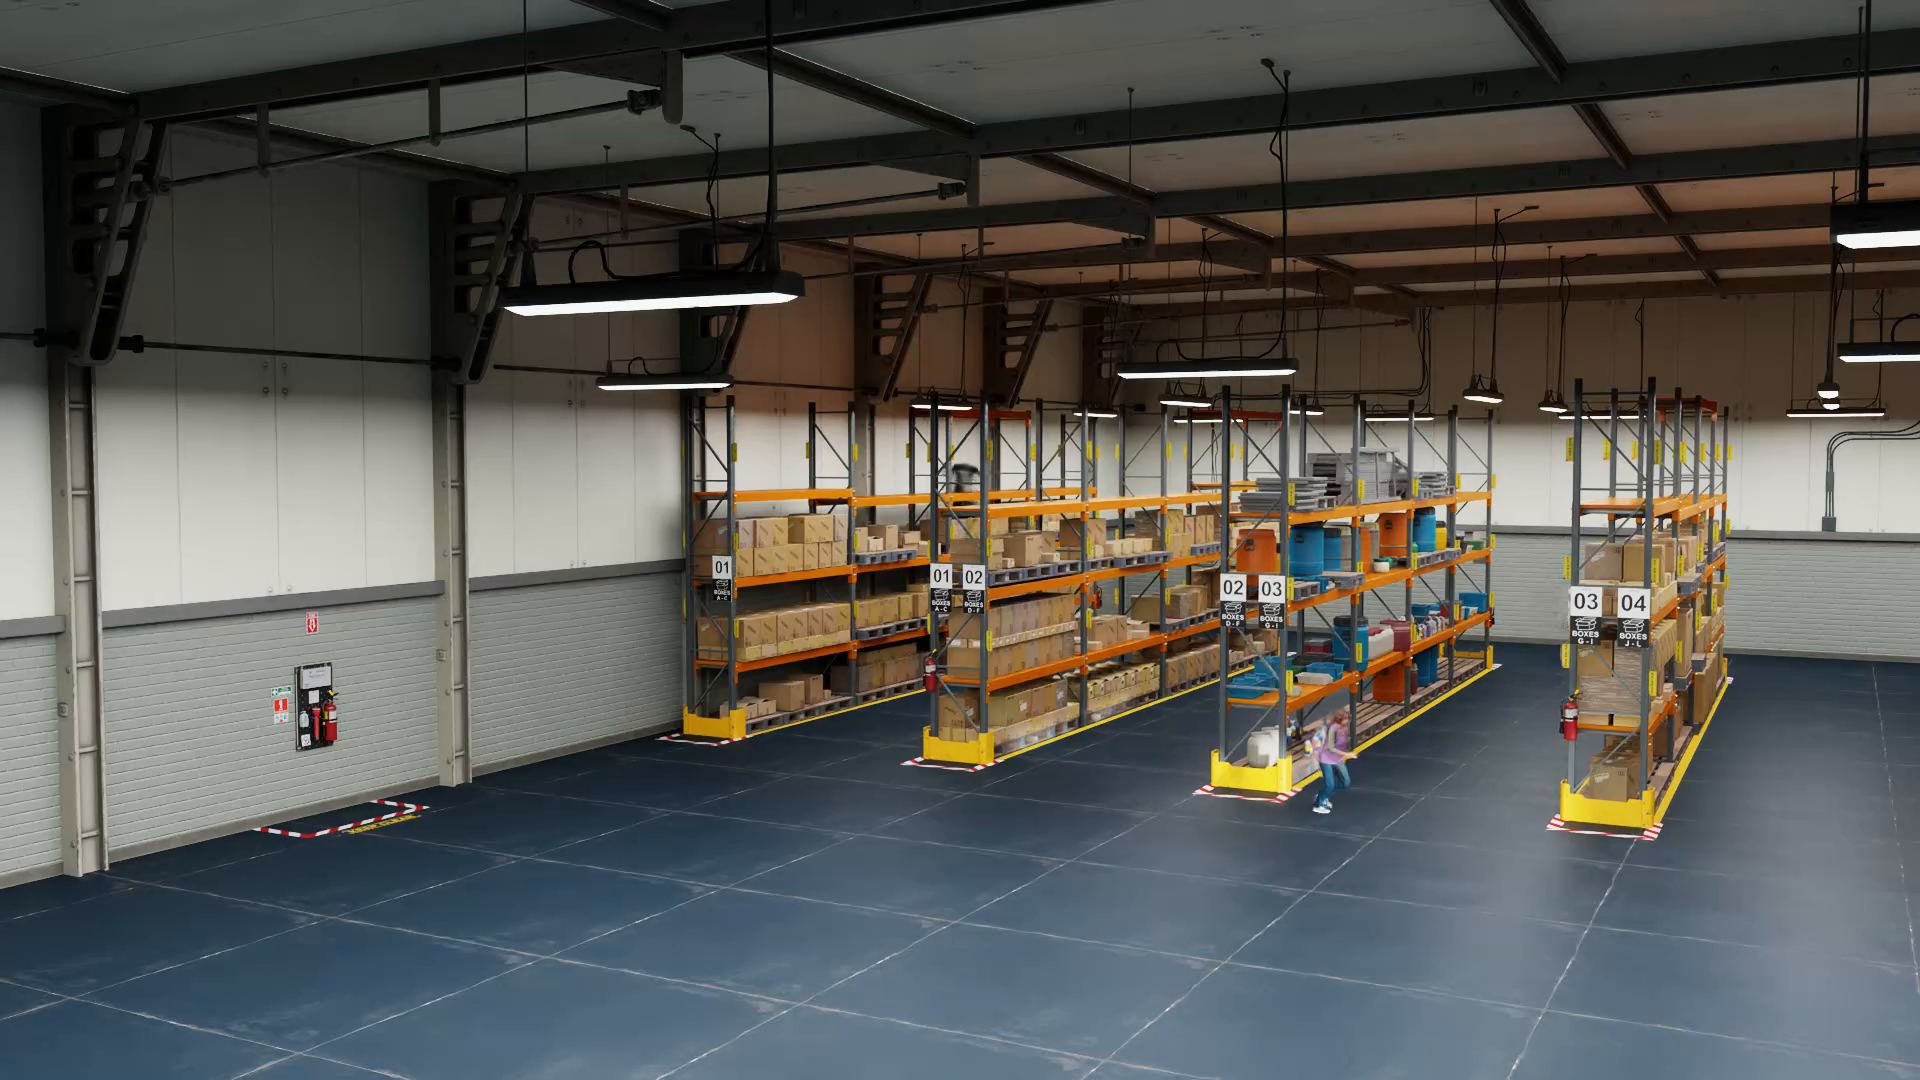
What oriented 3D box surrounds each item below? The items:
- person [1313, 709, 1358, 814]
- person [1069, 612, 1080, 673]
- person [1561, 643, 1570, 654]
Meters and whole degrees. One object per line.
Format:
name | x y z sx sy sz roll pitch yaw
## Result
person | 5.166 3.051 22.881 0.526 1.491 0.726 -3 4 -42
person | 2.566 2.346 35.001 0.539 1.671 0.793 -2 4 -32
person | 14.778 2.098 39.544 0.662 1.617 1.108 -1 3 -24
